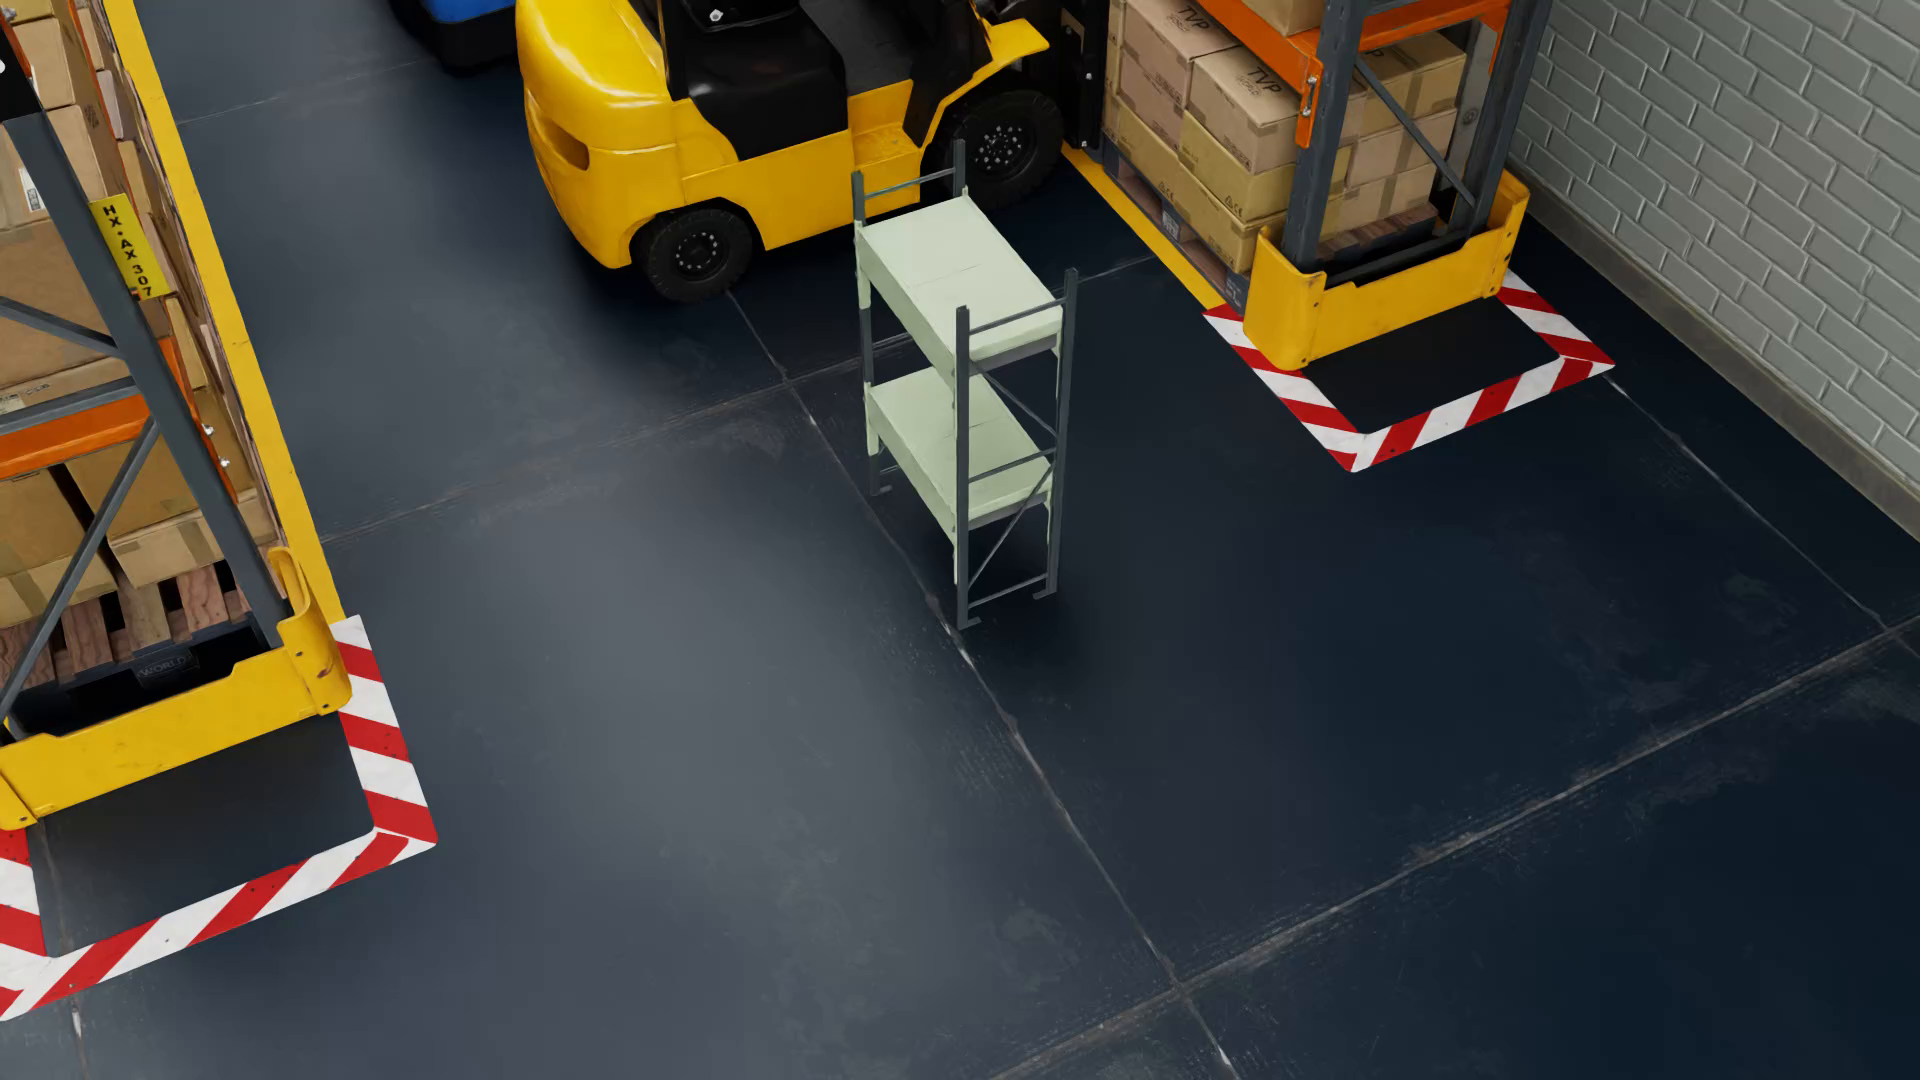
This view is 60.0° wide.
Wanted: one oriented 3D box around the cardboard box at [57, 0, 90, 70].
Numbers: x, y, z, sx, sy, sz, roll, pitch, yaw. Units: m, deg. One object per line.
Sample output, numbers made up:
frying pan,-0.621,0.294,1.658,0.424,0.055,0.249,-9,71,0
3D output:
cardboard box,-3.338,-1.855,5.616,0.500,0.500,0.500,-22,52,-18

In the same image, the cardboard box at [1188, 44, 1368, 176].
cardboard box,1.270,-1.763,6.683,0.500,0.250,0.500,-20,52,-16

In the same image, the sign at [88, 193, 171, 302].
sign,-2.172,-0.760,4.347,0.100,0.325,0.005,-21,52,-18

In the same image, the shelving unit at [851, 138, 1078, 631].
shelving unit,0.003,-0.489,5.682,0.431,1.500,0.755,-21,52,-18

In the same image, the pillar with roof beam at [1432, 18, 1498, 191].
pillar with roof beam,-1.587,-3.269,3.131,9.100,9.000,0.400,-21,52,-18

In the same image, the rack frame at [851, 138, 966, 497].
rack frame,-0.164,-0.734,5.896,0.400,1.500,0.023,-21,52,-18

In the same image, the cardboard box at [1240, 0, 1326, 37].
cardboard box,1.299,-2.272,6.178,0.500,0.500,0.500,-22,52,-18

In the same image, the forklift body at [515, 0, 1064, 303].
forklift body,-0.732,-2.361,6.886,2.313,2.155,1.214,-21,52,-18

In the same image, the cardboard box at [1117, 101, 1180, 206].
cardboard box,1.043,-1.775,7.357,0.500,0.250,0.500,-21,52,-18

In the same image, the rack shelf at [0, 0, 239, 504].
rack shelf,-3.569,-1.390,5.951,1.077,0.370,4.000,-21,52,-18

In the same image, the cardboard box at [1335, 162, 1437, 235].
cardboard box,1.707,-1.629,7.230,0.500,0.250,0.500,-21,52,-17

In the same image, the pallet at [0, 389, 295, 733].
pallet,-3.029,0.023,6.089,1.003,0.211,1.213,-21,52,-18

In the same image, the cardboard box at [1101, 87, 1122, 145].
cardboard box,0.822,-2.113,7.653,0.500,0.250,0.500,-21,52,-17

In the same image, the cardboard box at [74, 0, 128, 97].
cardboard box,-3.975,-2.141,7.180,0.500,0.500,0.500,-22,52,-18

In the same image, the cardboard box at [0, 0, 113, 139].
cardboard box,-3.098,-1.517,5.320,0.500,0.500,0.500,-22,52,-18

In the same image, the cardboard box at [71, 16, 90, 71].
cardboard box,-3.358,-1.752,5.957,0.380,0.149,0.250,-21,52,-17

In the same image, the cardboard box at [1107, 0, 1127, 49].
cardboard box,0.791,-2.437,7.272,0.500,0.250,0.500,-21,52,-17

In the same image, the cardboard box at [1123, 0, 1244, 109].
cardboard box,1.031,-2.103,6.980,0.500,0.250,0.500,-20,52,-17

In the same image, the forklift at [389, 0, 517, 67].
forklift,-2.859,-4.391,8.144,1.130,2.935,3.031,-25,53,-20

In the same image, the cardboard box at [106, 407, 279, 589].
cardboard box,-2.777,-0.156,5.941,0.500,0.250,0.500,-22,52,-18

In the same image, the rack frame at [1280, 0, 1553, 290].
rack frame,1.758,-2.000,6.007,1.000,3.000,0.127,-21,52,-18

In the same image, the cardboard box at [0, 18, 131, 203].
cardboard box,-2.864,-1.177,5.022,0.500,0.500,0.500,-20,52,-16

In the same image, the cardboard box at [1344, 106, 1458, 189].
cardboard box,1.727,-1.784,7.033,0.500,0.250,0.500,-20,52,-17

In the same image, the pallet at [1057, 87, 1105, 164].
pallet,0.816,-2.395,8.204,1.003,0.211,1.213,-21,52,-18

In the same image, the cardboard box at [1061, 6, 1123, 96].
cardboard box,0.782,-2.293,7.479,0.500,0.250,0.500,-22,52,-18

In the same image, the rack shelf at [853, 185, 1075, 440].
rack shelf,0.003,-0.746,5.388,0.431,0.370,0.720,-21,52,-18

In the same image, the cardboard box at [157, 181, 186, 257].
cardboard box,-3.494,-1.200,6.855,0.500,0.250,0.500,-20,52,-17

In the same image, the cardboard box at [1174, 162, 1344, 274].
cardboard box,1.262,-1.439,7.063,0.500,0.250,0.500,-21,52,-17

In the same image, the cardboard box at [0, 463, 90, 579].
cardboard box,-3.252,-0.214,5.494,0.500,0.500,0.500,-21,52,-17

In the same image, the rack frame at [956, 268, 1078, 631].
rack frame,0.171,-0.244,5.467,0.400,1.500,0.023,-21,52,-18

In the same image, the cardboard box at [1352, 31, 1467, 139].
cardboard box,1.706,-1.949,6.845,0.500,0.250,0.500,-22,52,-18

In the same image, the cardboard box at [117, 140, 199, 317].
cardboard box,-3.254,-1.106,6.274,0.500,0.500,0.500,-20,52,-17

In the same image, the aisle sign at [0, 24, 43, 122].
aisle sign,-2.350,-1.209,3.588,0.394,0.787,0.004,-21,52,-18

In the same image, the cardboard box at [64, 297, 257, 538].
cardboard box,-2.789,-0.419,5.673,0.500,0.500,0.500,-23,53,-19

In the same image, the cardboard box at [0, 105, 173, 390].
cardboard box,-2.624,-0.831,4.720,0.500,0.500,0.500,-22,52,-18

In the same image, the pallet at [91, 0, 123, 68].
pallet,-4.842,-2.568,8.355,1.003,0.211,1.213,-21,52,-18

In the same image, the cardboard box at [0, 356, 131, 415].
cardboard box,-2.625,-0.504,4.865,0.380,0.149,0.250,-21,52,-17

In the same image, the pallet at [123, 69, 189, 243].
pallet,-4.146,-1.610,7.518,1.003,0.211,1.213,-21,52,-18

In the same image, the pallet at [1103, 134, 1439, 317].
pallet,1.371,-1.580,7.491,1.003,0.211,1.213,-21,52,-18

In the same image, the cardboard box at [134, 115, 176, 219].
cardboard box,-3.722,-1.542,7.154,0.500,0.250,0.500,-22,53,-18

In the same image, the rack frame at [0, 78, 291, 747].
rack frame,-2.654,-0.288,4.509,1.000,3.000,0.127,-21,52,-18

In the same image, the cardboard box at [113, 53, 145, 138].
cardboard box,-3.975,-1.895,7.462,0.500,0.250,0.500,-19,52,-16

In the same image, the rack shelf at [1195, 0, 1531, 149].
rack shelf,0.843,-3.102,7.448,1.077,0.370,4.000,-21,52,-18

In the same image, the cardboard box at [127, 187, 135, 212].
cardboard box,-2.878,-1.059,5.350,0.380,0.149,0.250,-20,52,-17

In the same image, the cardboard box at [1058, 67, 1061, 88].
cardboard box,0.564,-2.453,7.950,0.500,0.250,0.500,-20,52,-16

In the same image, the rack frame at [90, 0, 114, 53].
rack frame,-4.484,-2.965,6.851,1.000,3.000,0.127,-21,52,-18

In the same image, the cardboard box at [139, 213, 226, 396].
cardboard box,-3.032,-0.767,5.978,0.500,0.500,0.500,-23,53,-19

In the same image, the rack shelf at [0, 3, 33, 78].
rack shelf,-3.569,-2.377,4.821,1.077,0.370,4.000,-21,52,-18

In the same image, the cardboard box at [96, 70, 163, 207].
cardboard box,-3.506,-1.460,6.584,0.500,0.500,0.500,-19,51,-16

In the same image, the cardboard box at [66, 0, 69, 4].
cardboard box,-3.598,-2.093,6.255,0.380,0.149,0.250,-22,52,-18

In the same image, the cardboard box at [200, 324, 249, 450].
cardboard box,-3.004,-0.500,6.242,0.500,0.250,0.500,-19,52,-16

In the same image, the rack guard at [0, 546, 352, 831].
rack guard,-2.689,0.484,5.494,1.175,0.500,0.348,-21,52,-18

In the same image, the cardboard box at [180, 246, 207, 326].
cardboard box,-3.265,-0.861,6.558,0.500,0.250,0.500,-18,51,-15

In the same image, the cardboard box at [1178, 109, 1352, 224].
cardboard box,1.257,-1.616,6.886,0.500,0.250,0.500,-22,52,-18

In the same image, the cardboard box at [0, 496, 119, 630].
cardboard box,-3.274,0.015,5.792,0.500,0.250,0.500,-21,52,-18

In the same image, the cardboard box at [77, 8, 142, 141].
cardboard box,-3.741,-1.802,6.882,0.500,0.500,0.500,-20,52,-17

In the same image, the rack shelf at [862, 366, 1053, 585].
rack shelf,0.003,-0.275,5.927,0.431,0.370,0.720,-21,52,-18

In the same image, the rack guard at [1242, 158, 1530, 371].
rack guard,1.769,-1.161,6.933,1.175,0.500,0.348,-21,52,-18

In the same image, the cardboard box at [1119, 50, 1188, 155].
cardboard box,1.037,-1.955,7.183,0.500,0.250,0.500,-22,52,-18

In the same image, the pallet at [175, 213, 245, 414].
pallet,-3.583,-0.792,6.803,1.003,0.211,1.213,-21,52,-18
